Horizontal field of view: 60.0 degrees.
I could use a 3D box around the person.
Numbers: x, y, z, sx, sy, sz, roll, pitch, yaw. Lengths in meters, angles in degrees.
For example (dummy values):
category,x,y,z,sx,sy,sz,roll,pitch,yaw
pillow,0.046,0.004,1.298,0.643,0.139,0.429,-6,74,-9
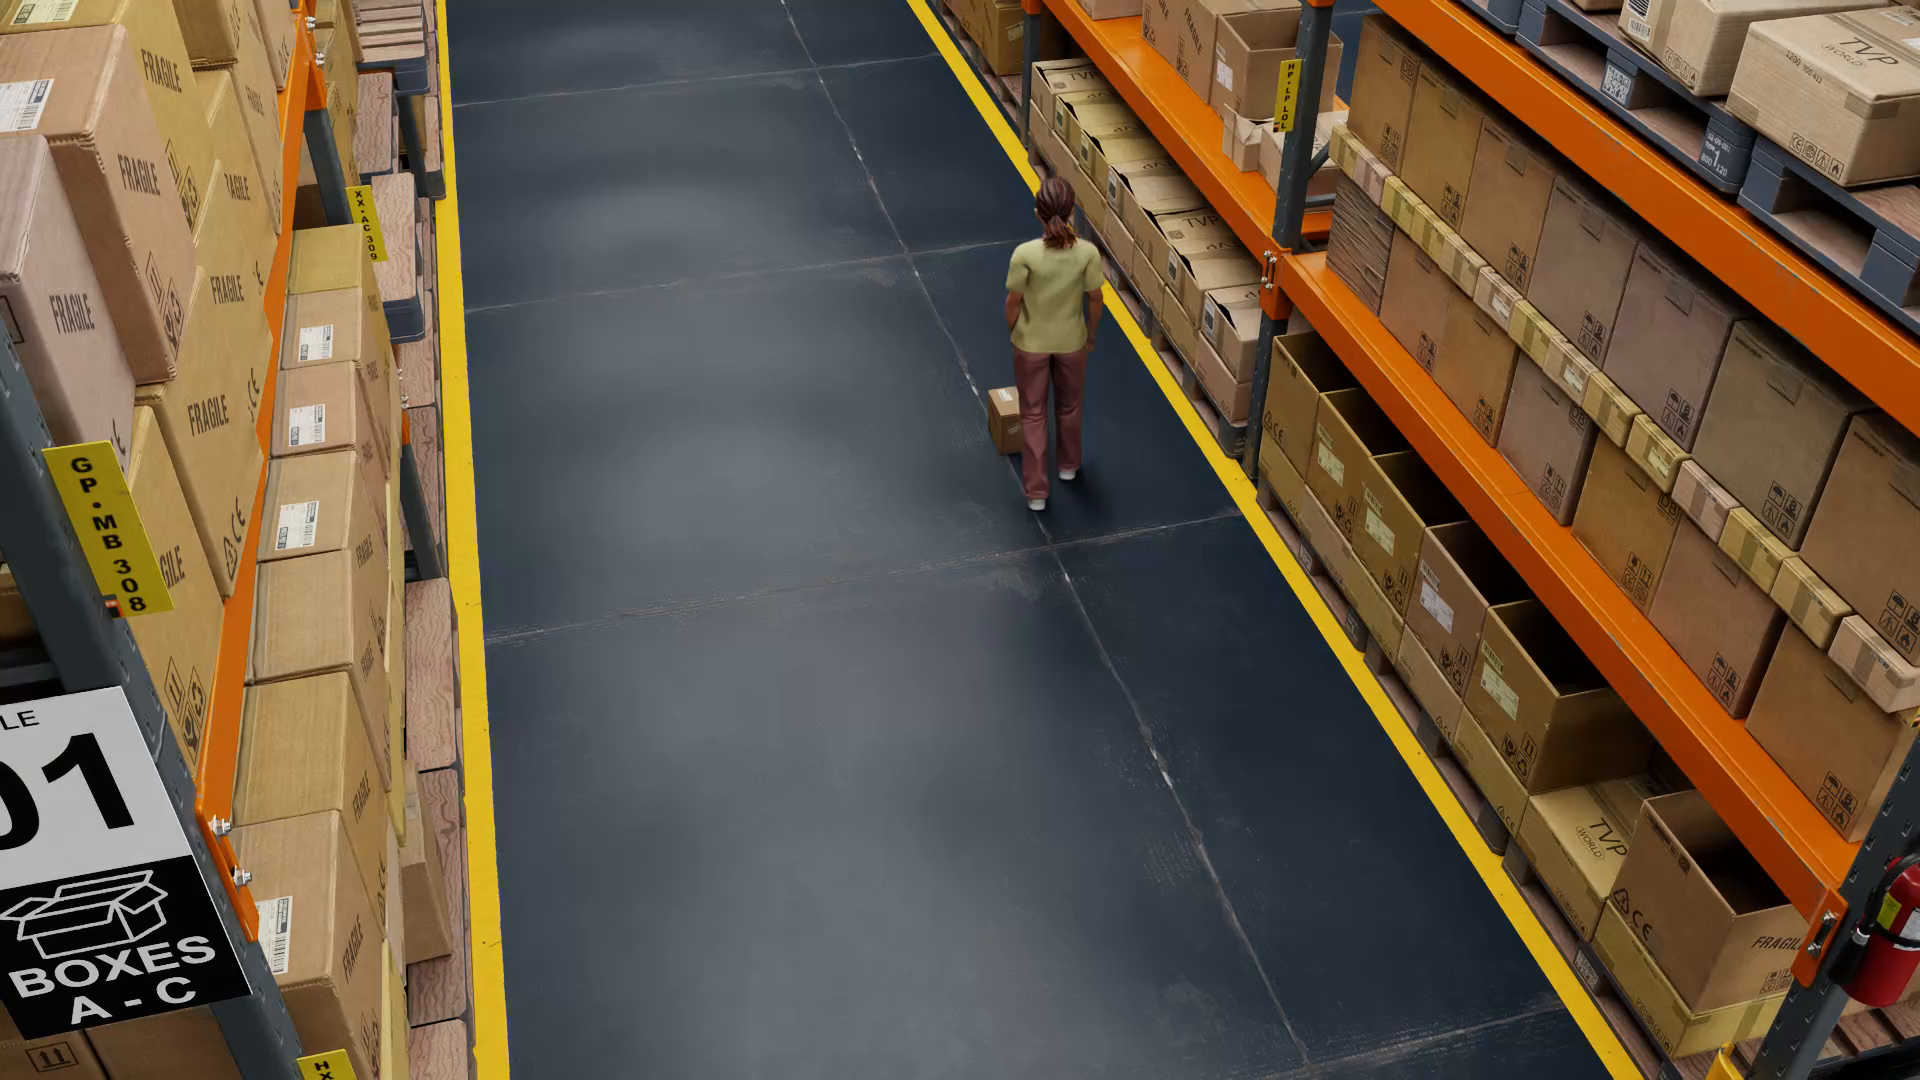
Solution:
category,x,y,z,sx,sy,sz,roll,pitch,yaw
person,0.427,-0.956,7.907,0.464,1.681,0.544,-5,39,-6
